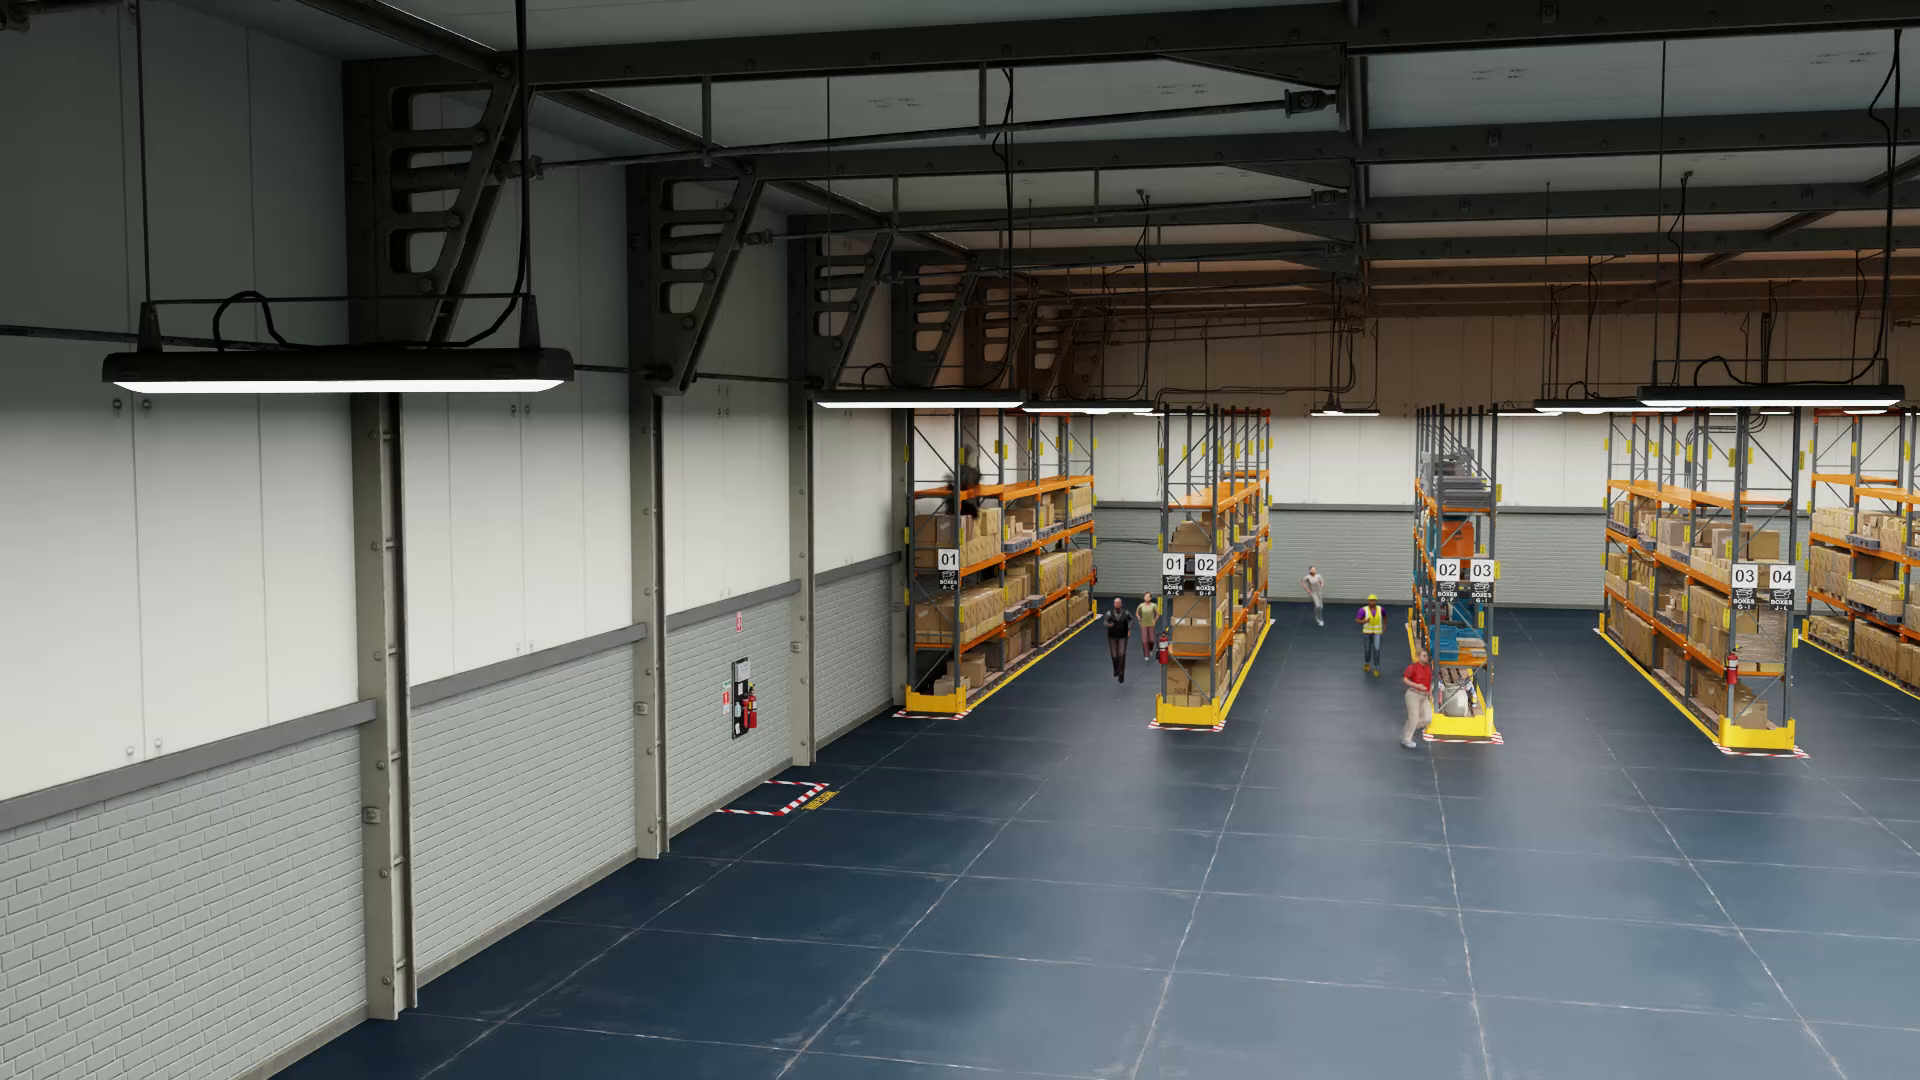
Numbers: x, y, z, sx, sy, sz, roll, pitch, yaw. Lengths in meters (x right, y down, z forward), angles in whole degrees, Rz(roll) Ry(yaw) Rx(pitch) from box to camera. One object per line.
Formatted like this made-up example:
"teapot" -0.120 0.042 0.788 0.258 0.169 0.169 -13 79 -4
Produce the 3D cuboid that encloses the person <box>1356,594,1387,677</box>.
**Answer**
"person" 9.216 2.116 37.251 0.703 1.823 0.833 1 4 9

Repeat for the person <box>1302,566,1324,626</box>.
"person" 9.851 1.543 46.272 0.582 1.674 0.690 -1 4 -12

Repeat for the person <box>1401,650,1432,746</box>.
"person" 8.079 2.765 29.134 0.678 1.669 0.627 -2 5 -26

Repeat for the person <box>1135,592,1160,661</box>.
"person" 4.437 2.041 39.399 0.577 1.620 0.562 1 4 8

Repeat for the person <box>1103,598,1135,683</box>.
"person" 3.339 2.104 35.119 0.639 1.754 0.740 1 4 12
